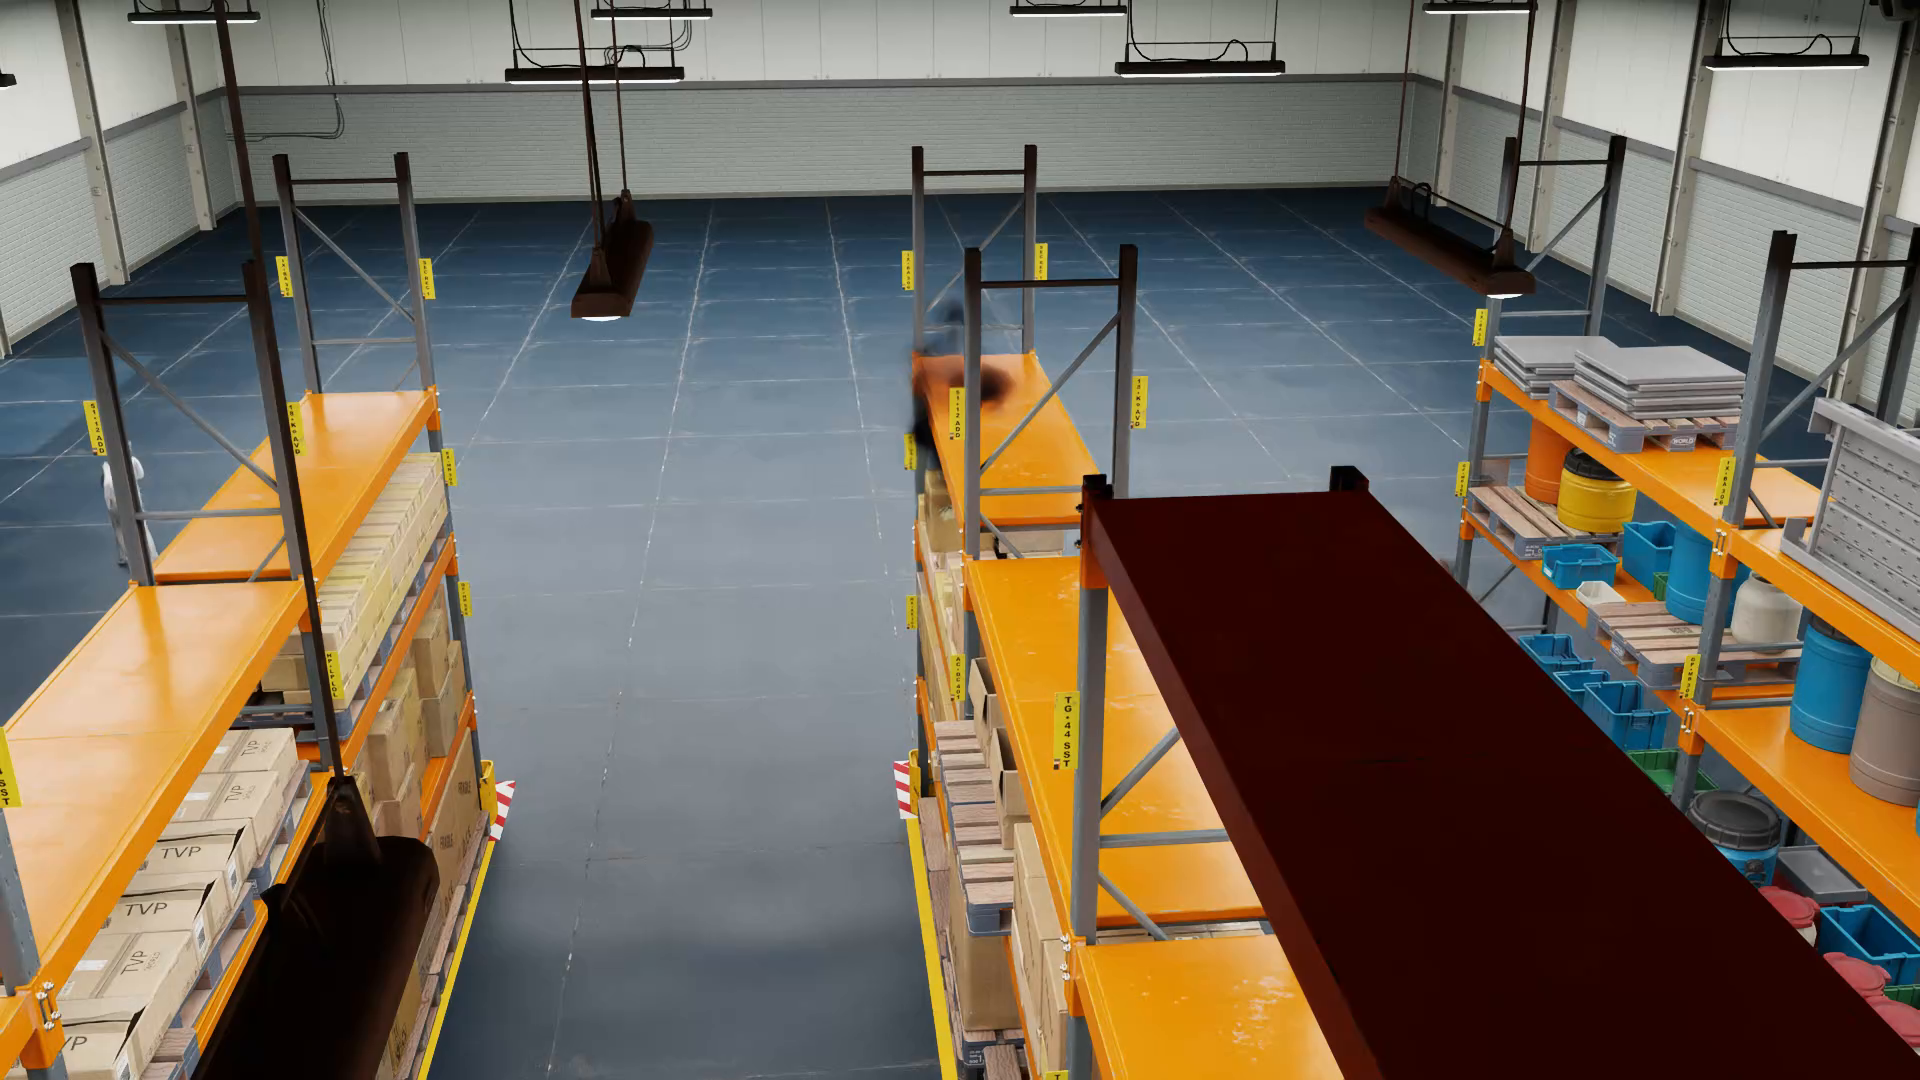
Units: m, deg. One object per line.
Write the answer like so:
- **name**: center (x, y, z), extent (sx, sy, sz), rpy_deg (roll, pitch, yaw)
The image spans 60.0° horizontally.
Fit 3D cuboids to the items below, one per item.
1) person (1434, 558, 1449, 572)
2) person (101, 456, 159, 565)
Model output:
- **person**: center (4.896, 0.919, 17.254), extent (0.572, 1.570, 0.584), rpy_deg (13, 25, 30)
- **person**: center (-10.228, -0.438, 20.435), extent (0.806, 1.742, 0.612), rpy_deg (17, 27, 37)
